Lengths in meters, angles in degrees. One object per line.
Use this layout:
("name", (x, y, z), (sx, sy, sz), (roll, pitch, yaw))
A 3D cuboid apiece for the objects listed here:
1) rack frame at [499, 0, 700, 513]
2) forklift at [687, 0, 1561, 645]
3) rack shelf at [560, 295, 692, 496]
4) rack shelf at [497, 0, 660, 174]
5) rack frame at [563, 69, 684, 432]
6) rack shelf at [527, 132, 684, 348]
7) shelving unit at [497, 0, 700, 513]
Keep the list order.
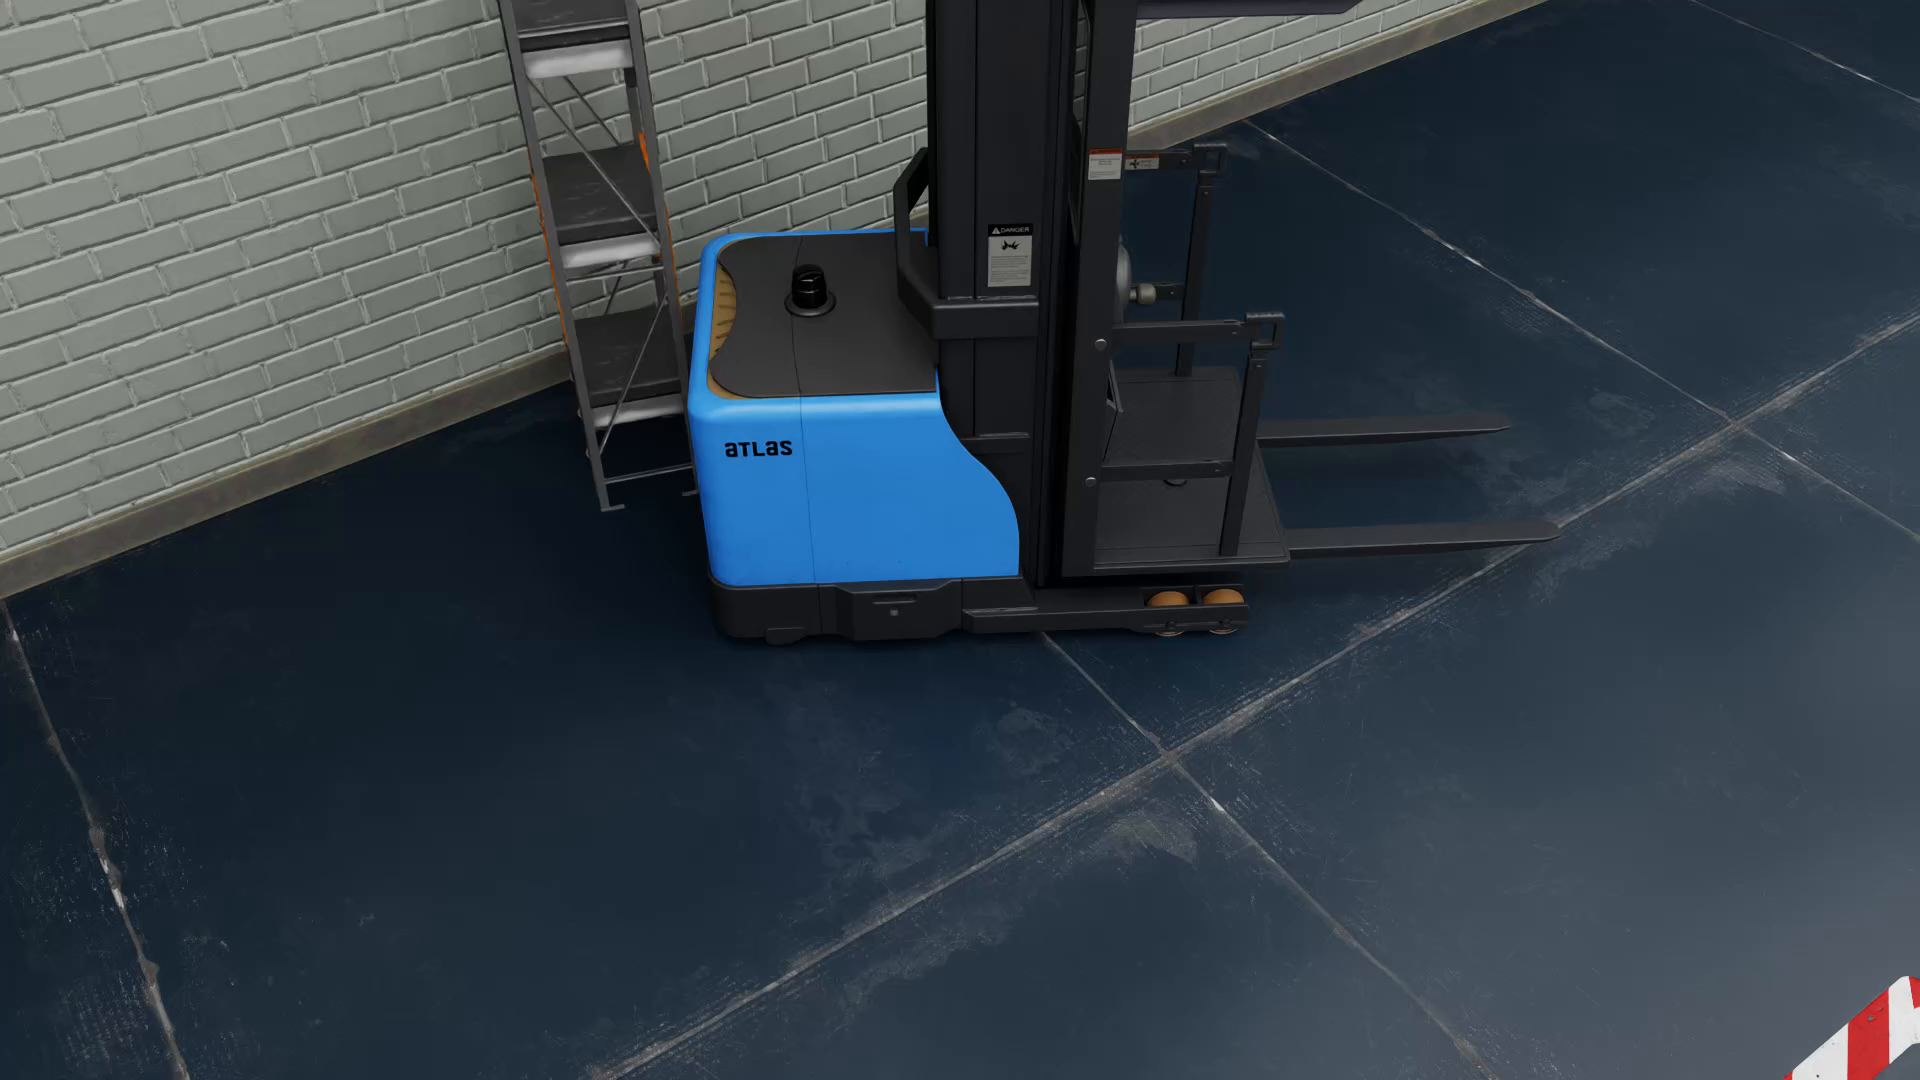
("rack frame", (-1.177, -0.905, 5.677), (0.400, 2.100, 0.015), (-12, 45, -12))
("forklift", (0.622, -1.085, 5.264), (3.031, 2.935, 1.130), (-2, 44, -2))
("rack shelf", (-1.248, -0.553, 6.340), (0.431, 0.518, 0.480), (-12, 45, -12))
("rack shelf", (-1.245, -1.562, 5.369), (0.431, 0.518, 0.480), (-12, 45, -12))
("rack frame", (-1.316, -1.229, 6.014), (0.400, 2.100, 0.015), (-12, 45, -12))
("rack shelf", (-1.247, -1.057, 5.855), (0.431, 0.518, 0.480), (-12, 45, -12))
("shelving unit", (-1.247, -1.067, 5.845), (0.431, 2.100, 0.503), (-12, 45, -12))
